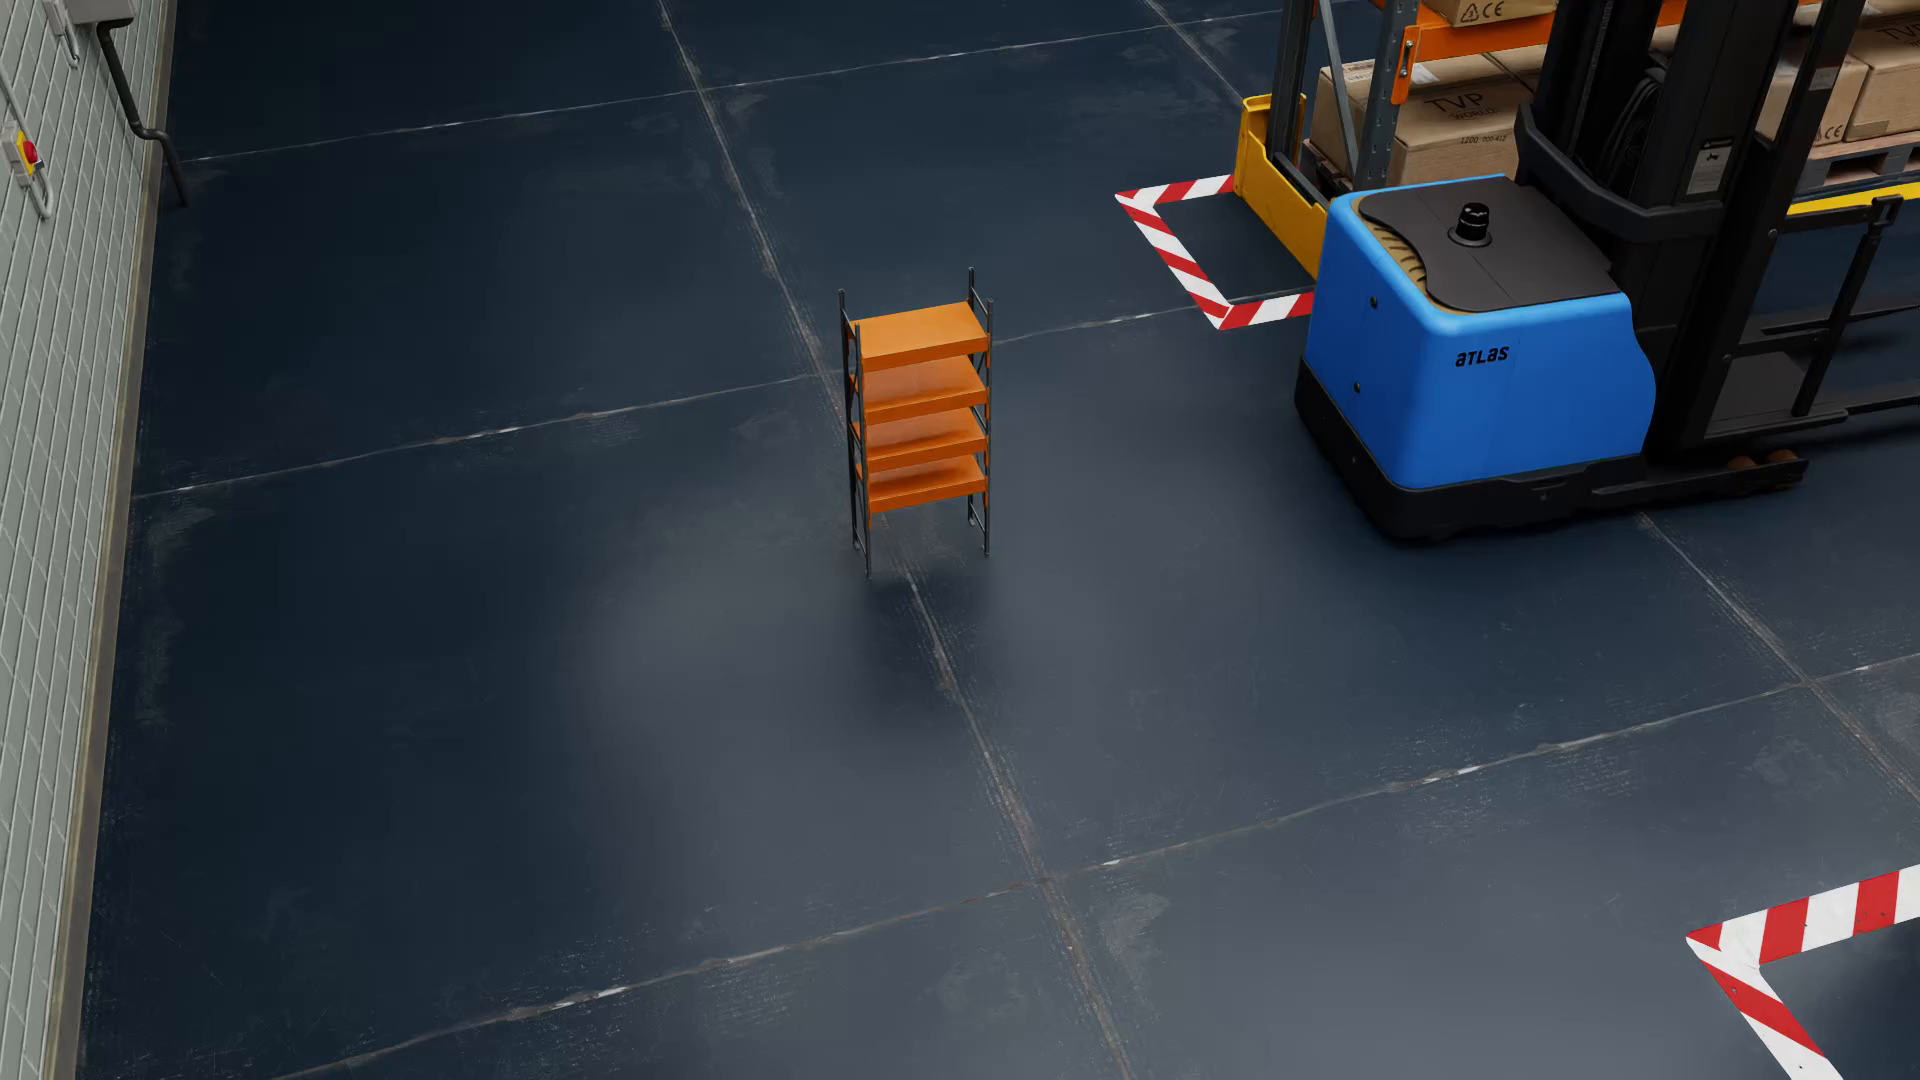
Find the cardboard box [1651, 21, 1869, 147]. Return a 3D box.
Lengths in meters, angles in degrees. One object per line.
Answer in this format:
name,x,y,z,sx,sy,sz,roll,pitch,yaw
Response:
cardboard box,4.136,-2.456,8.910,0.875,0.438,0.875,-13,43,-14

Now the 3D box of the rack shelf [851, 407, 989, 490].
rack shelf,-0.158,-0.368,6.362,0.480,0.148,0.258,-12,42,-13

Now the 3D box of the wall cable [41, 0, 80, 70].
wall cable,-4.003,-2.848,6.958,0.122,1.984,0.588,-12,42,-13

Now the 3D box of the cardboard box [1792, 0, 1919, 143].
cardboard box,4.990,-2.634,9.113,0.875,0.438,0.875,-12,43,-14

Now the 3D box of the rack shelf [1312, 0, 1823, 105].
rack shelf,3.713,-2.831,8.257,4.000,0.370,1.077,-12,42,-13

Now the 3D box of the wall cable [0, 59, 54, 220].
wall cable,-3.566,-1.972,5.931,0.123,1.953,0.585,-12,42,-13

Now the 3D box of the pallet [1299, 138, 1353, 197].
pallet,2.545,-1.864,8.723,1.213,0.211,1.003,-12,42,-13

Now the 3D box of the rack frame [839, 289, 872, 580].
rack frame,-0.391,-0.371,6.263,0.015,1.200,0.240,-12,42,-13

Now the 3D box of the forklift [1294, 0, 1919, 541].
forklift,3.049,-1.617,6.373,3.031,2.935,1.130,-9,42,-10

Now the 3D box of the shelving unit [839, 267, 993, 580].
shelving unit,-0.158,-0.419,6.318,0.503,1.200,0.258,-12,42,-13

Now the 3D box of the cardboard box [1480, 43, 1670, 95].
cardboard box,3.275,-2.279,8.707,0.875,0.438,0.875,-11,42,-12

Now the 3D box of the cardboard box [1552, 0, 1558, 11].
cardboard box,2.824,-2.777,7.572,0.500,0.500,0.500,-12,43,-14

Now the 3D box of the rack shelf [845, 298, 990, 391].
rack shelf,-0.158,-0.715,6.059,0.480,0.148,0.258,-12,42,-13

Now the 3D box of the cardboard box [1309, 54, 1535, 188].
cardboard box,2.405,-2.093,8.494,0.875,0.438,0.875,-13,43,-15

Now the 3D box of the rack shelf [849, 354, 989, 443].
rack shelf,-0.158,-0.537,6.215,0.480,0.148,0.258,-12,42,-13

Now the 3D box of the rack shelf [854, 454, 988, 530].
rack shelf,-0.158,-0.219,6.493,0.480,0.148,0.258,-12,42,-13

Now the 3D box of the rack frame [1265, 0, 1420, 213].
rack frame,1.806,-2.707,7.568,0.127,3.000,1.000,-12,42,-13

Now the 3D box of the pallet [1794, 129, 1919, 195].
pallet,4.872,-2.346,9.275,1.213,0.211,1.003,-12,42,-13

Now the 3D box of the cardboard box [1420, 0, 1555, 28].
cardboard box,2.350,-2.659,7.438,0.500,0.500,0.500,-12,43,-13

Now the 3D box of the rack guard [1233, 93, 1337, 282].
rack guard,1.783,-1.761,8.385,0.348,0.500,1.175,-12,42,-13

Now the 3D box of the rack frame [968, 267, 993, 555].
rack frame,0.075,-0.467,6.373,0.015,1.200,0.240,-12,42,-13

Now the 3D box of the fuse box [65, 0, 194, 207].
fuse box,-4.058,-2.440,8.242,0.414,1.711,0.539,-12,42,-13
